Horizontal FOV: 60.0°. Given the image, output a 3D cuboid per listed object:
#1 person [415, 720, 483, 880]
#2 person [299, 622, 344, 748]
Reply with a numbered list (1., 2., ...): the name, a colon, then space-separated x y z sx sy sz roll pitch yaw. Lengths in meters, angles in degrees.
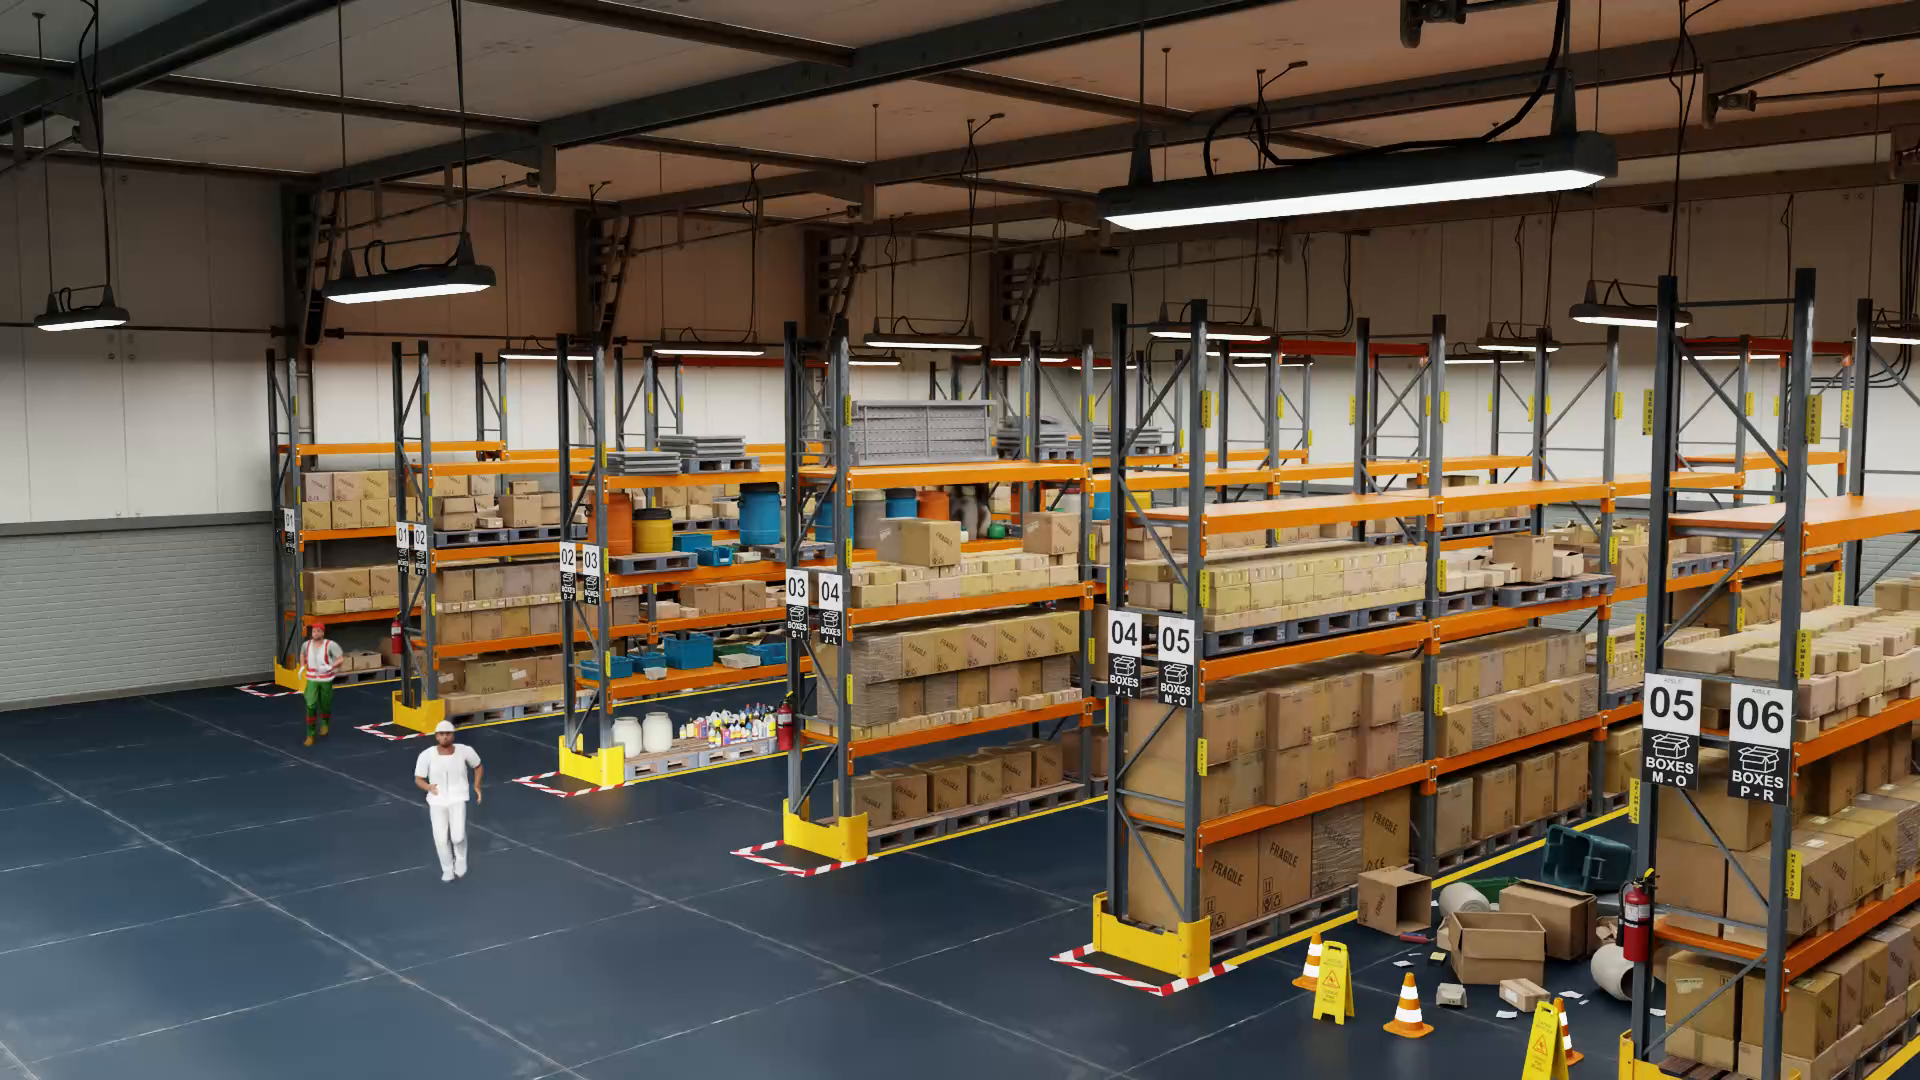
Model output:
1. person: -5.407 2.770 17.583 0.685 1.725 0.623 -1 5 -13
2. person: -9.539 2.120 24.867 0.669 1.822 0.845 -1 5 -10
